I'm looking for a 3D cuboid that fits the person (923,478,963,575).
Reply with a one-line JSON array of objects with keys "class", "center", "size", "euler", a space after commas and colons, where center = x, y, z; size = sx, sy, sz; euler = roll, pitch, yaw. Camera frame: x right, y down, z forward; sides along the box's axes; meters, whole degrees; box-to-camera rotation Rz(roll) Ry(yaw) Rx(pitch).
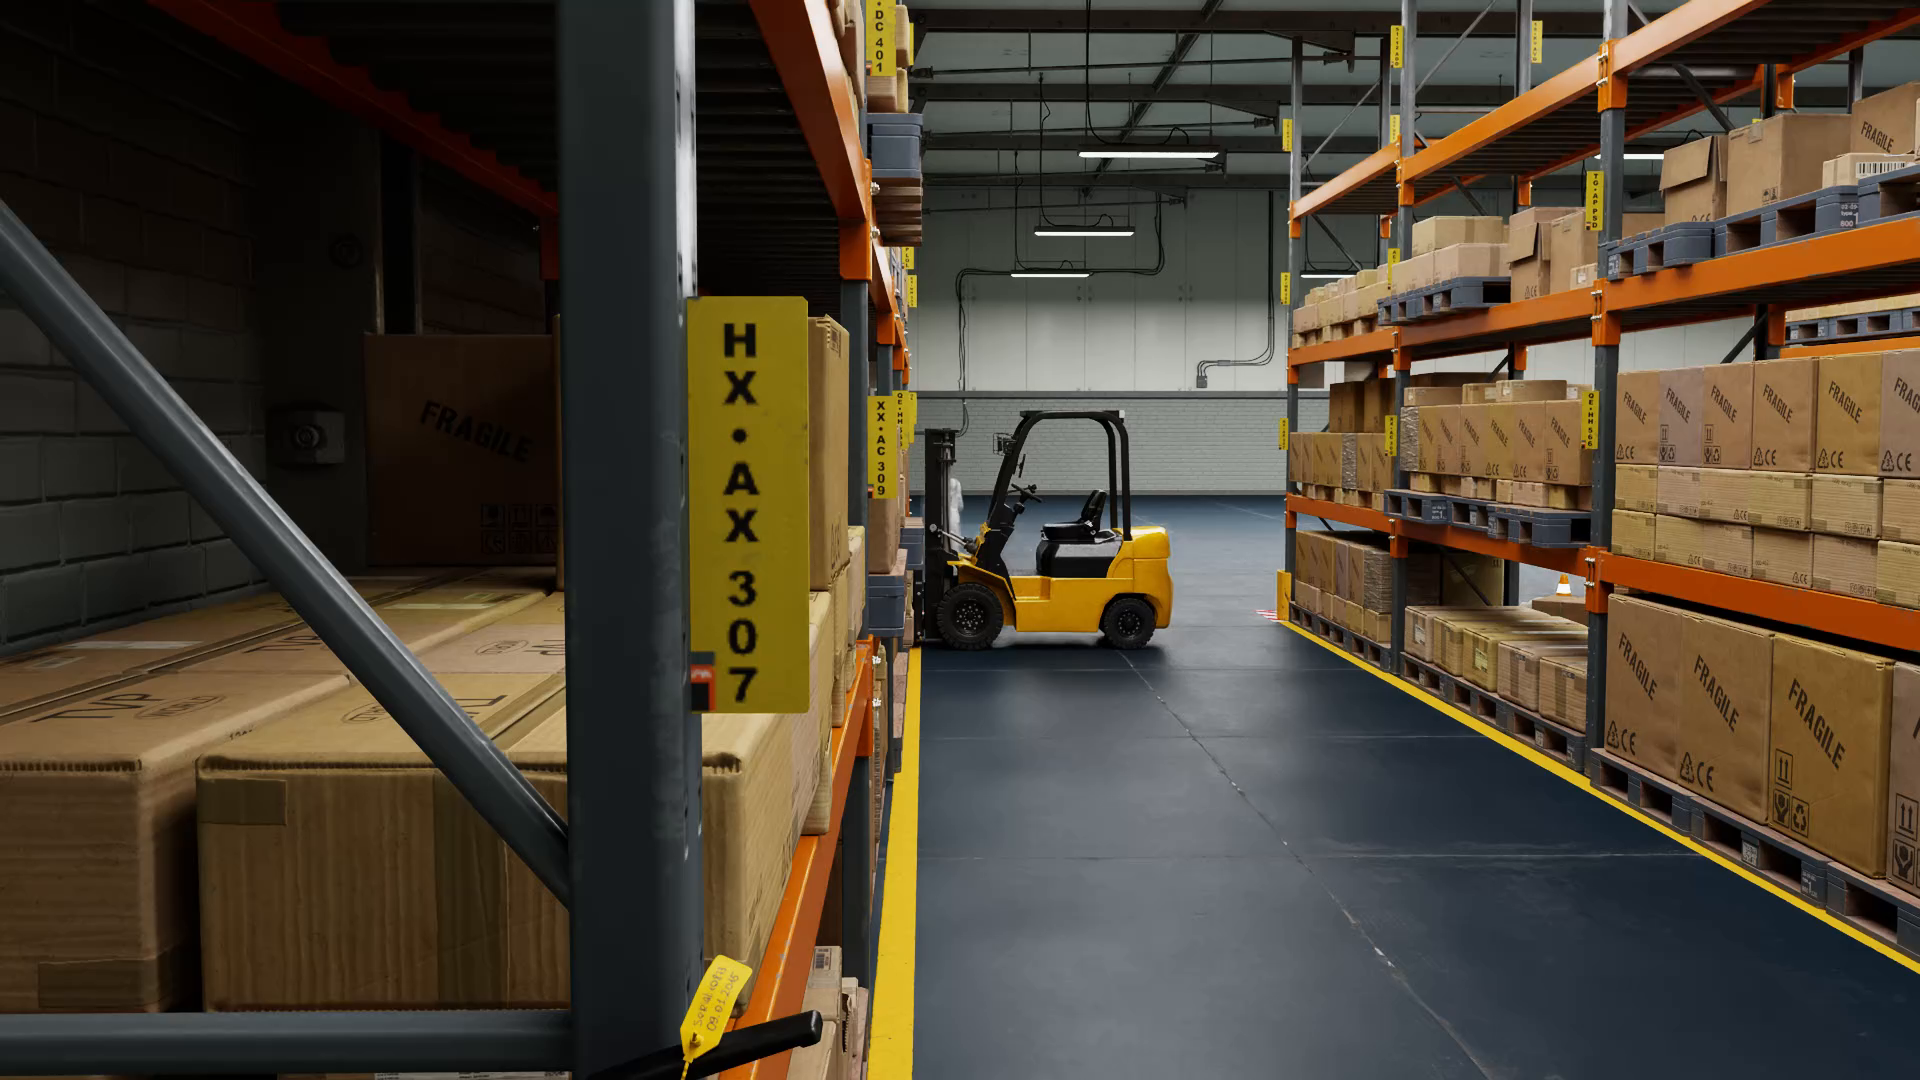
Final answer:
[{"class": "person", "center": [-0.201, -0.175, 19.710], "size": [0.479, 1.692, 0.529], "euler": [0, 4, -2]}]
